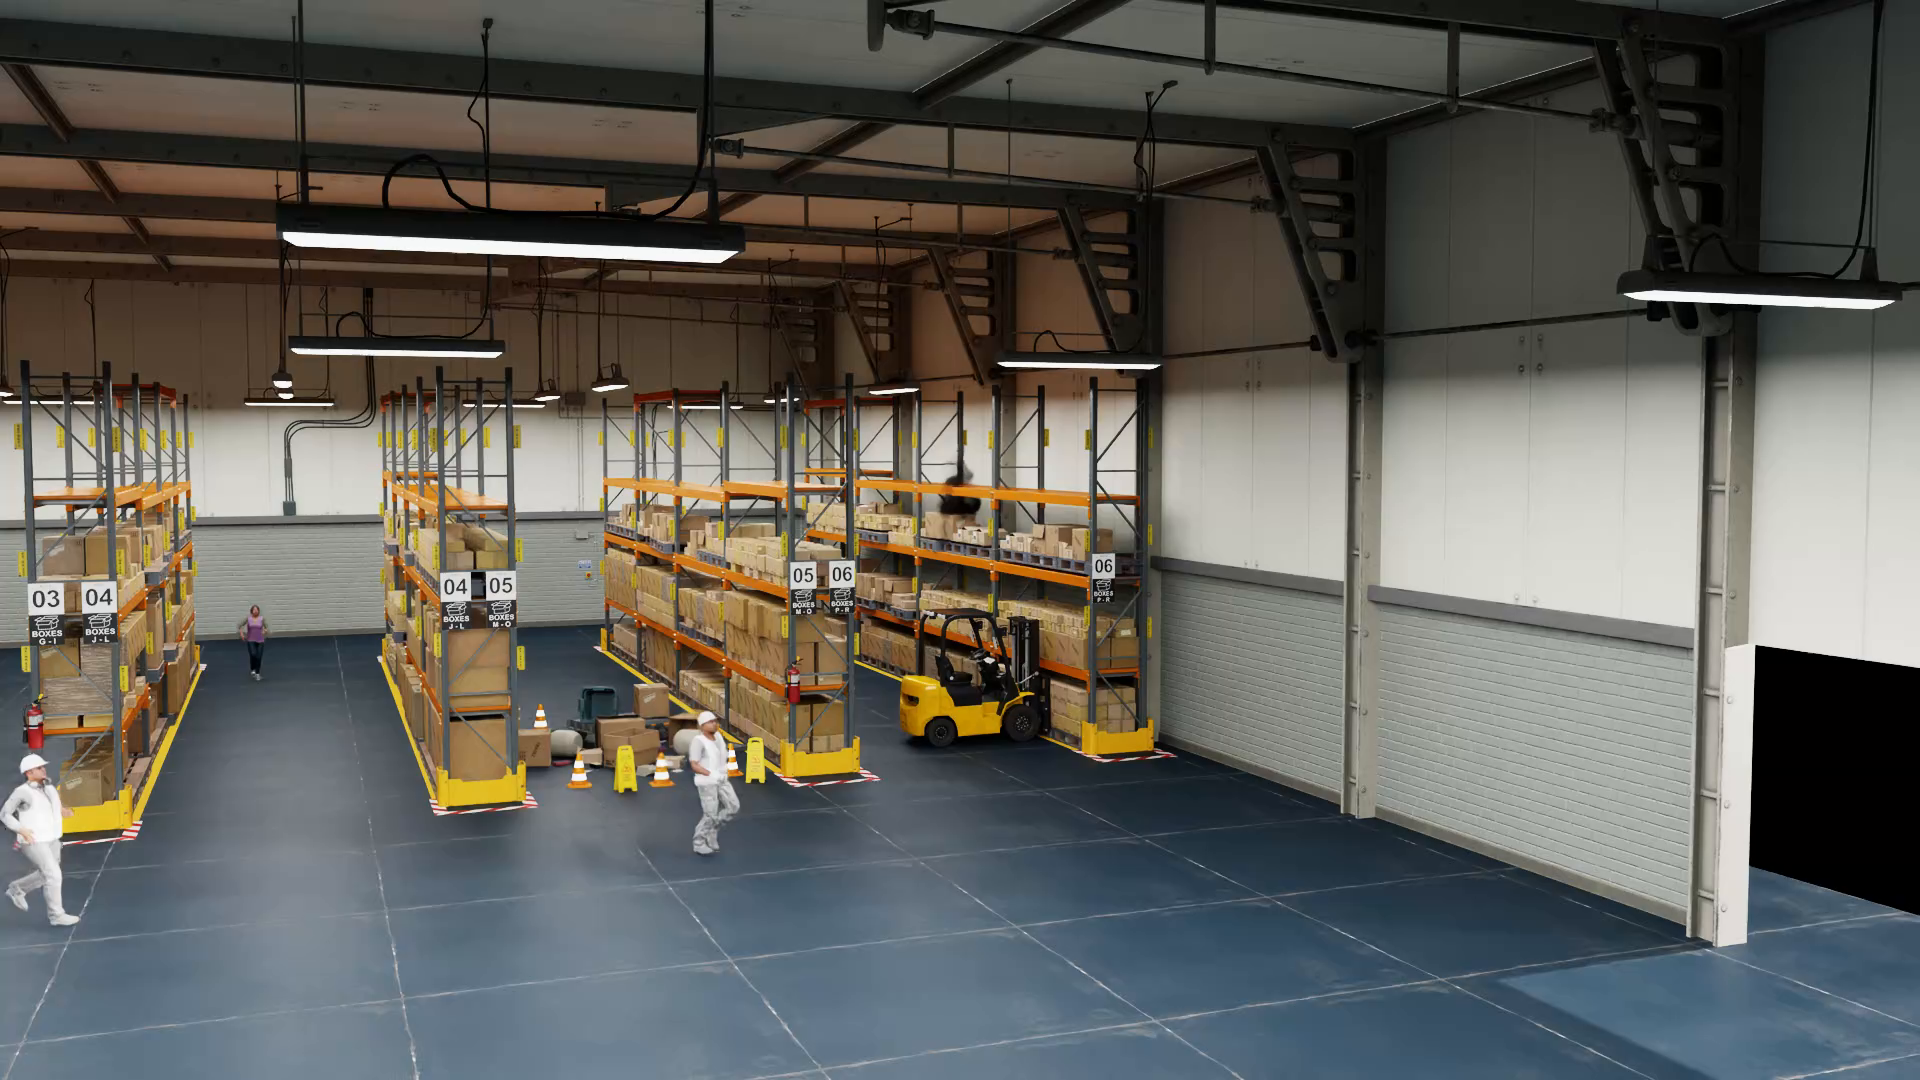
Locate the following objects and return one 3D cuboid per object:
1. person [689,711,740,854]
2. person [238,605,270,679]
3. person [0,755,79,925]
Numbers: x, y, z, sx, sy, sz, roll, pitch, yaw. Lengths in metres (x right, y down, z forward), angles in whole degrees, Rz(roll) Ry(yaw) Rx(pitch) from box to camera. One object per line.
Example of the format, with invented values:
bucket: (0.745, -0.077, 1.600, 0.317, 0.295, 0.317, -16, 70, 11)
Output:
person: (-2.958, 2.919, 20.035, 0.590, 1.736, 0.695, 2, 4, 28)
person: (-14.673, 2.135, 34.612, 0.586, 1.565, 0.669, -2, 4, -33)
person: (-9.526, 3.089, 17.182, 0.897, 1.748, 0.668, 0, 3, 8)
